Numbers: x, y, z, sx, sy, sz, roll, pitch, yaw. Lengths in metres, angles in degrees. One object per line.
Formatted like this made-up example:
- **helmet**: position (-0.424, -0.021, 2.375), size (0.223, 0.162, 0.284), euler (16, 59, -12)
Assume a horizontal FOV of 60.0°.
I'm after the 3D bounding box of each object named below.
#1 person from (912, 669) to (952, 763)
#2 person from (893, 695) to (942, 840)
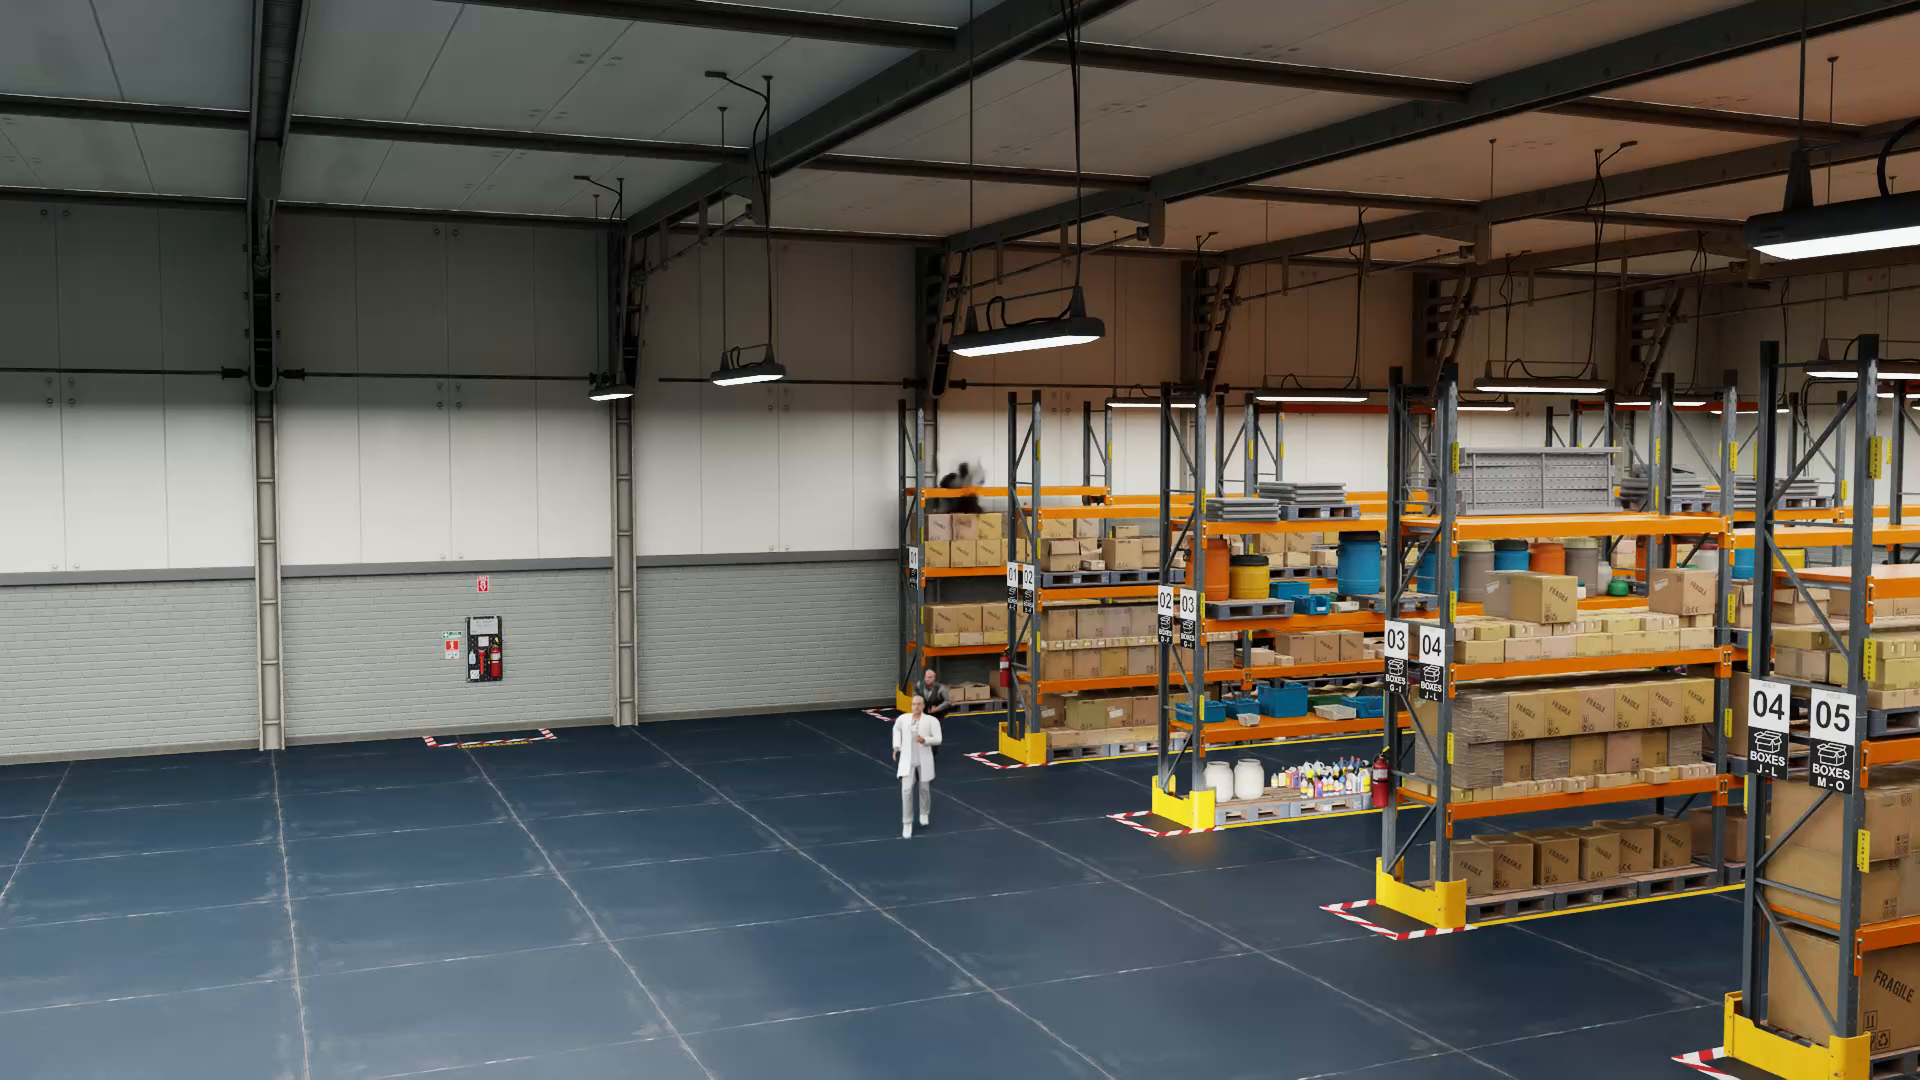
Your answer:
- **person**: position (-0.419, 2.840, 26.343), size (0.684, 1.666, 0.894), euler (1, 3, 15)
- **person**: position (-0.569, 2.972, 22.050), size (0.680, 1.833, 0.902), euler (0, 3, 3)
